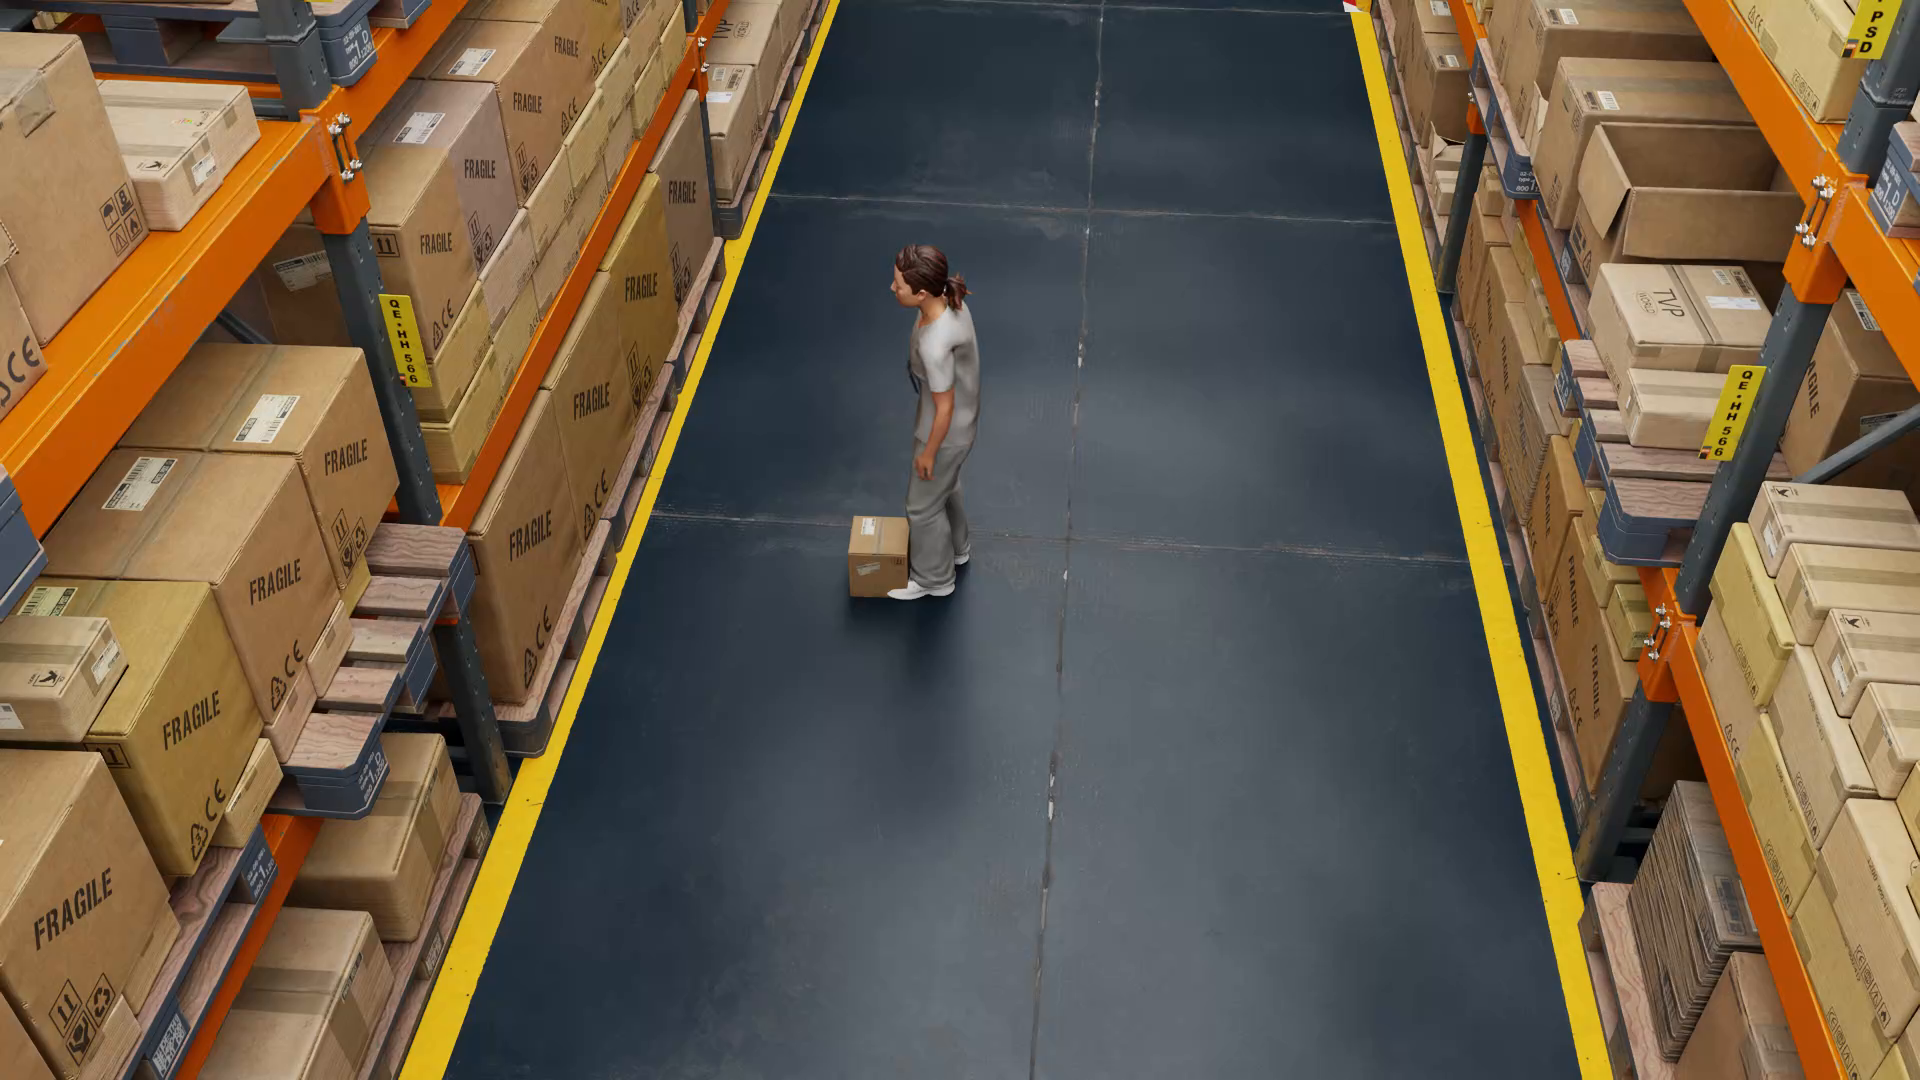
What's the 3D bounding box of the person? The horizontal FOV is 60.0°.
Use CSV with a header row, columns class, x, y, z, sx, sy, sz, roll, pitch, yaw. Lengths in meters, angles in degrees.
class,x,y,z,sx,sy,sz,roll,pitch,yaw
person,-0.123,-0.461,6.703,0.409,1.673,0.514,1,40,2
